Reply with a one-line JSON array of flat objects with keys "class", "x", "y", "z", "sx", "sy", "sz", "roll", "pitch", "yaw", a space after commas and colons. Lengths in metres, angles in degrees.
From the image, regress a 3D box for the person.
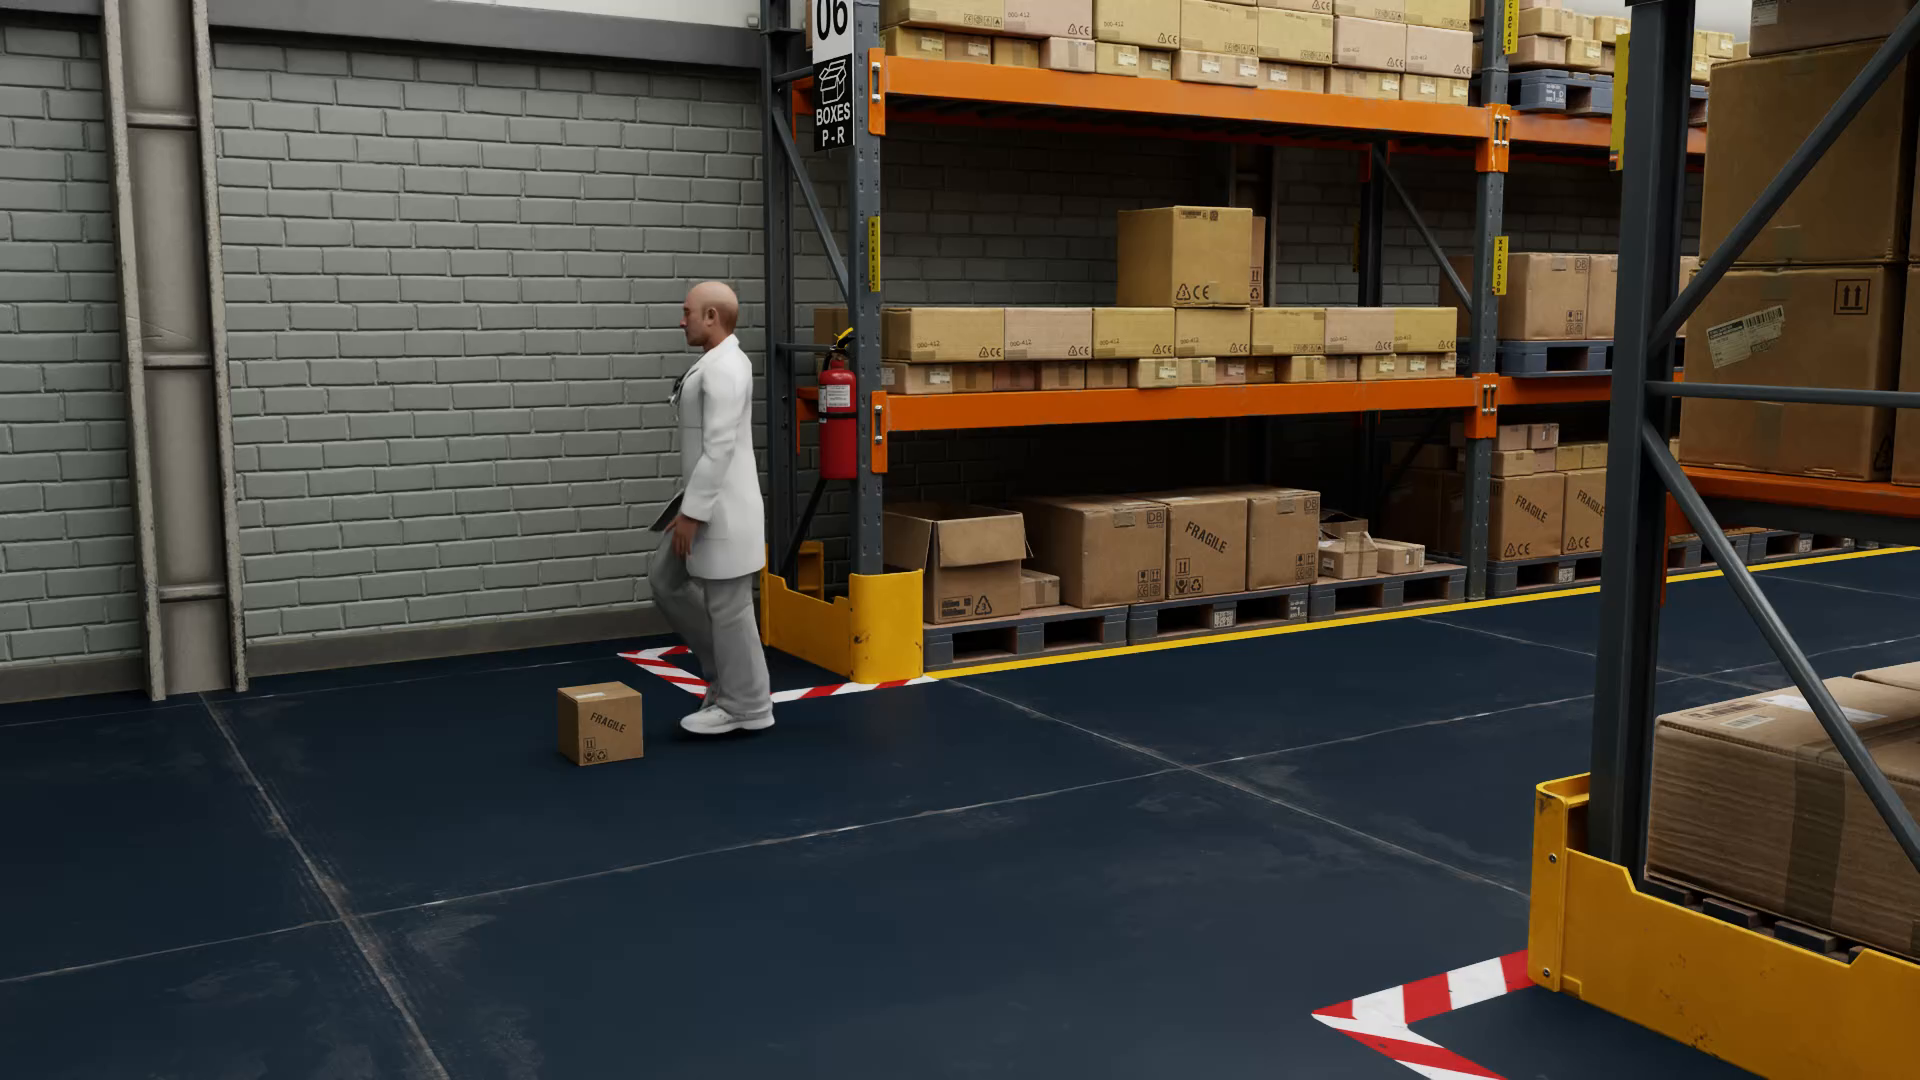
[{"class": "person", "x": -0.980, "y": -0.108, "z": 6.501, "sx": 0.491, "sy": 1.784, "sz": 0.635, "roll": -2, "pitch": 8, "yaw": -12}]
